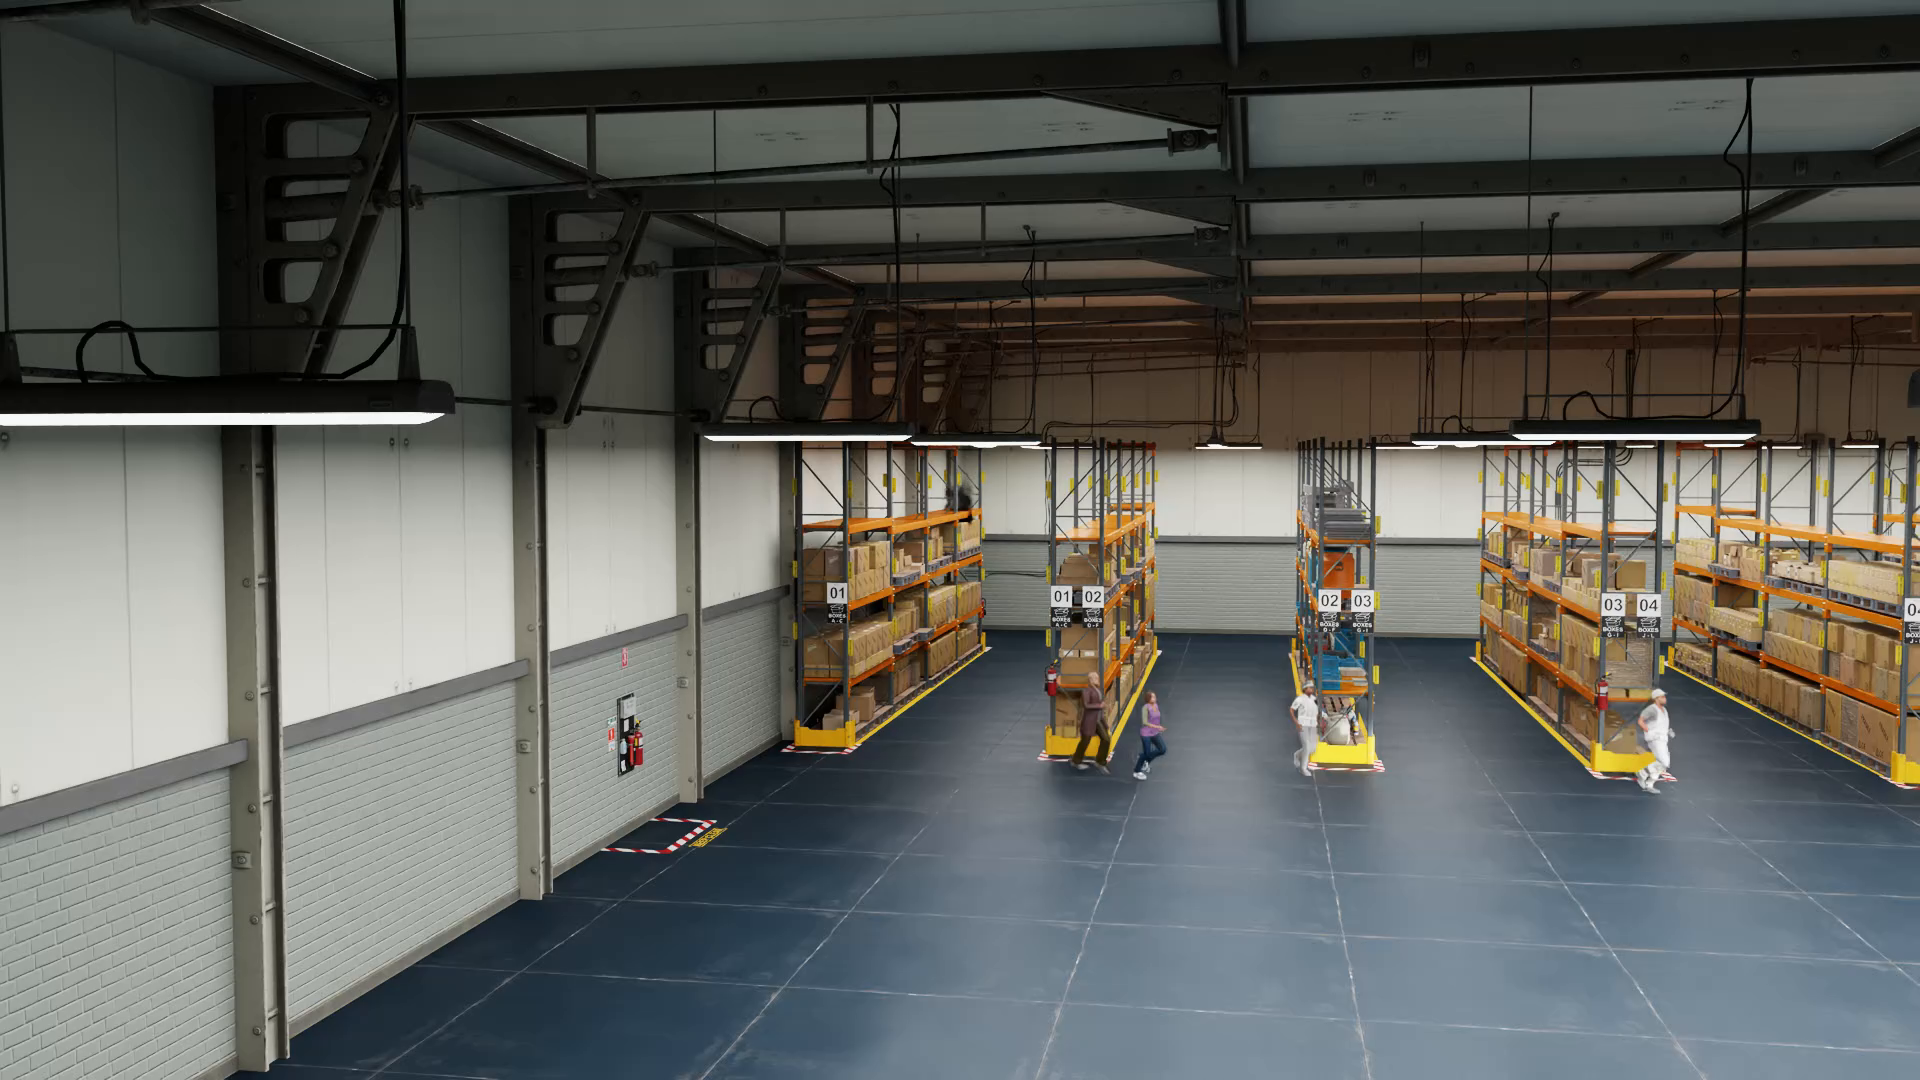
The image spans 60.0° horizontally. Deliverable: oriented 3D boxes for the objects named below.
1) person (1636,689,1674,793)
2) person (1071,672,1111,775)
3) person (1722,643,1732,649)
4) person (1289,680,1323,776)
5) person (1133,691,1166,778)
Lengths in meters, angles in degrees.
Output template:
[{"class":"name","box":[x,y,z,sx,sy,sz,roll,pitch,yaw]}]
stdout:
[{"class":"person","box":[11.714,3.372,27.932,0.690,1.735,0.536,-3,4,-41]},{"class":"person","box":[2.374,3.272,29.640,0.816,1.849,0.710,3,4,40]},{"class":"person","box":[20.799,2.444,45.599,0.950,1.729,0.755,-3,4,-41]},{"class":"person","box":[6.195,3.338,29.704,0.623,1.666,0.552,-1,3,-24]},{"class":"person","box":[3.351,3.403,29.042,0.690,1.555,0.570,3,4,44]}]
